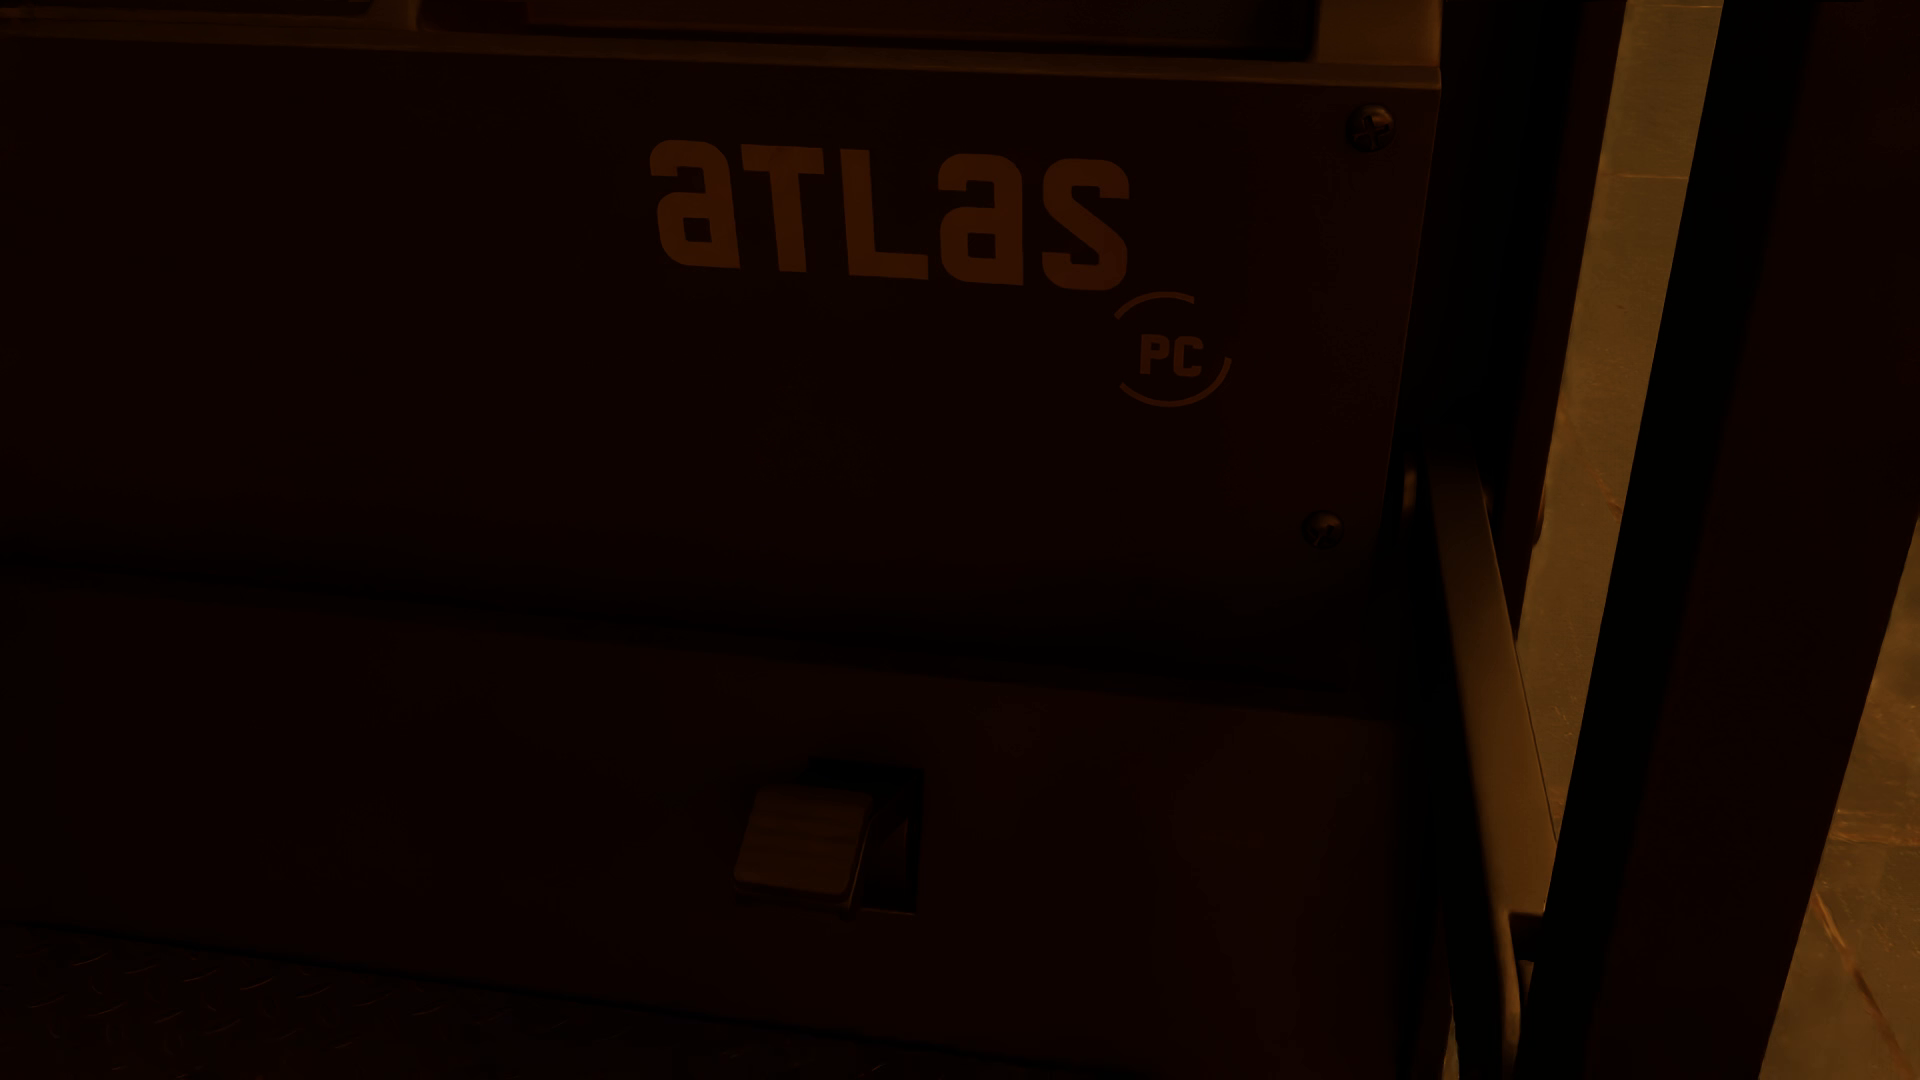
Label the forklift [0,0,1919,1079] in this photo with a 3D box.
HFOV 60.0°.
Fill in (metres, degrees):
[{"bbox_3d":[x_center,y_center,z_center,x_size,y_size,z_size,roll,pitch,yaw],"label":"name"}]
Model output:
[{"bbox_3d":[-0.285,-0.598,0.416,1.130,2.935,3.031,5,27,10],"label":"forklift"}]
